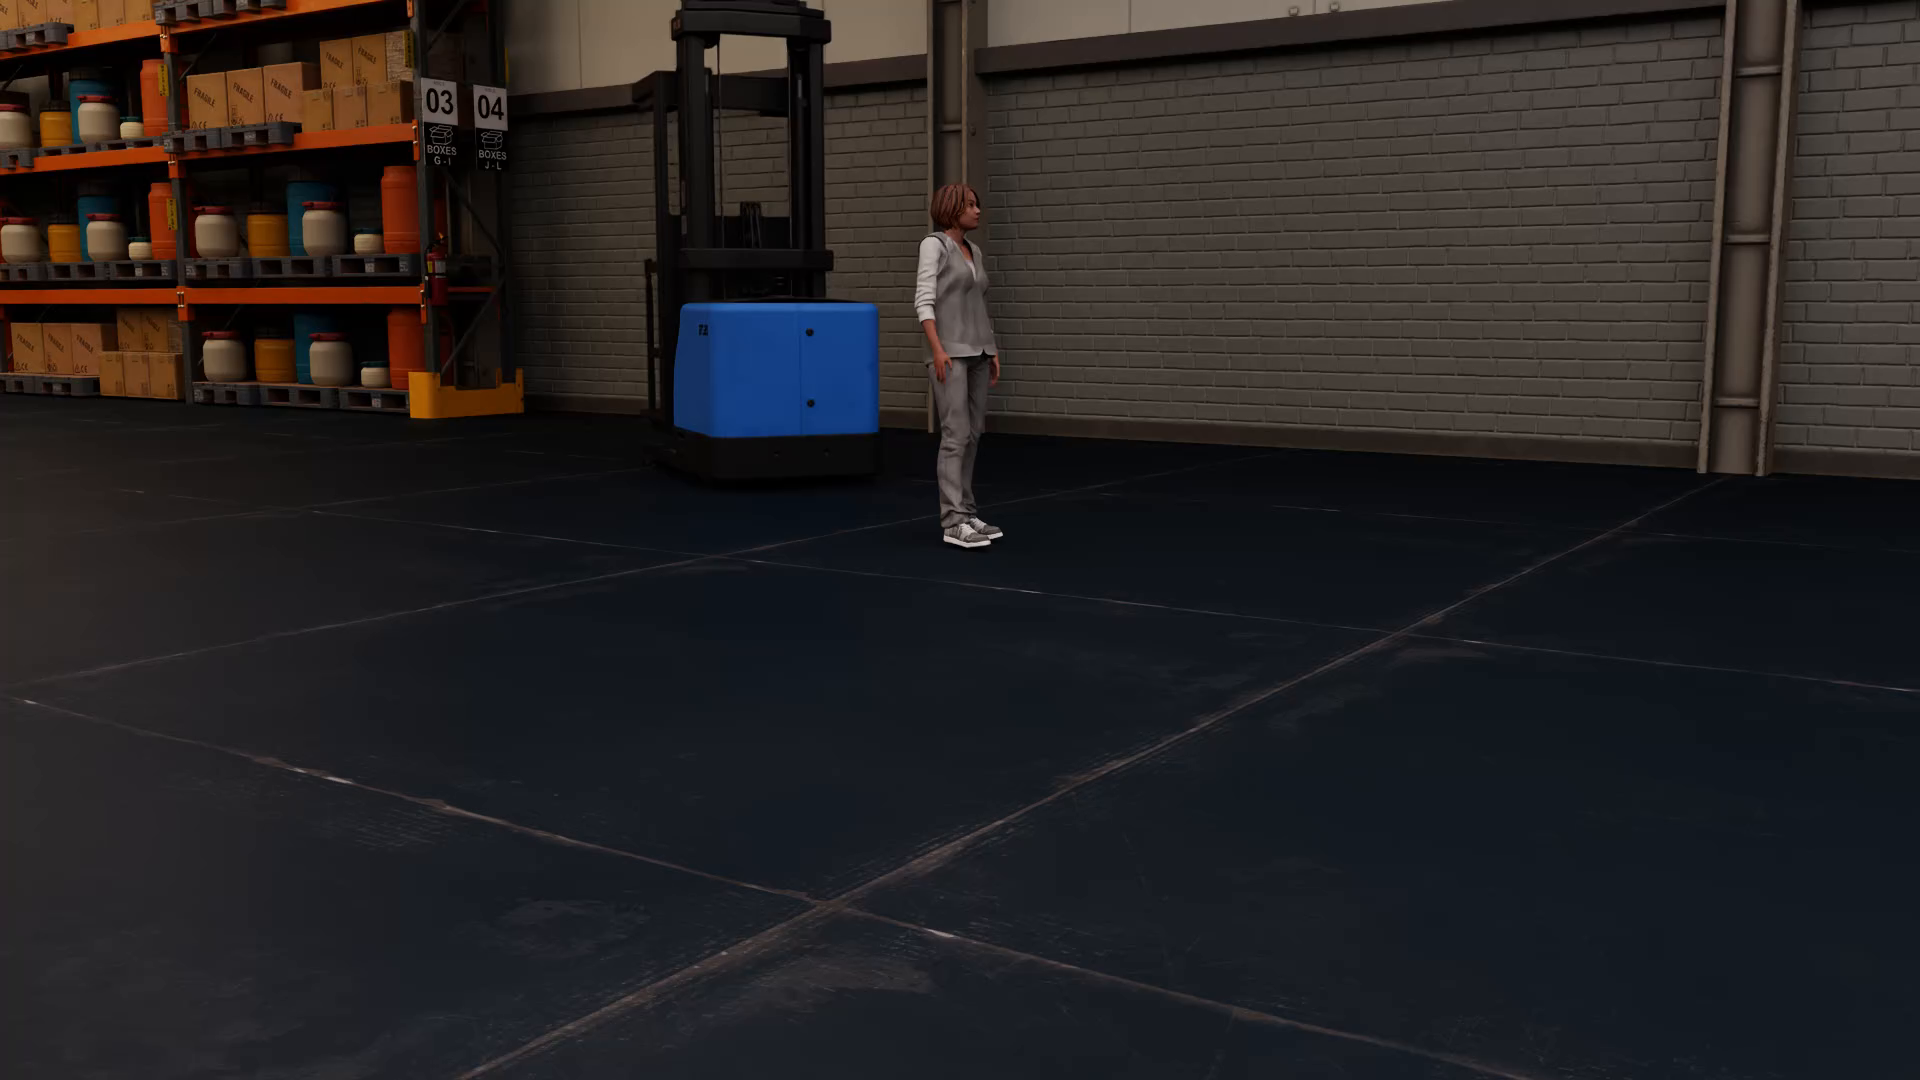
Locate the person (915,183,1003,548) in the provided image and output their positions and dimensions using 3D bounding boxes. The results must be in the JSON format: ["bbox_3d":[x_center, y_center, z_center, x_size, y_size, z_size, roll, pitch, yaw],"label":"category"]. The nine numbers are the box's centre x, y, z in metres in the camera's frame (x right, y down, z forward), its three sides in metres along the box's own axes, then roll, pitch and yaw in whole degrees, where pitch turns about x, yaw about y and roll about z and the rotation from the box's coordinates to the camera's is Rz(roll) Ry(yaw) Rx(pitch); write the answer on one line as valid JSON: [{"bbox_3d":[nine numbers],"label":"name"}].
[{"bbox_3d":[0.054,-0.791,7.437,0.473,1.599,0.520,5,10,34],"label":"person"}]

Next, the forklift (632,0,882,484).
[{"bbox_3d":[-1.494,-1.946,10.877,1.130,2.935,3.031,-3,9,-22],"label":"forklift"}]
